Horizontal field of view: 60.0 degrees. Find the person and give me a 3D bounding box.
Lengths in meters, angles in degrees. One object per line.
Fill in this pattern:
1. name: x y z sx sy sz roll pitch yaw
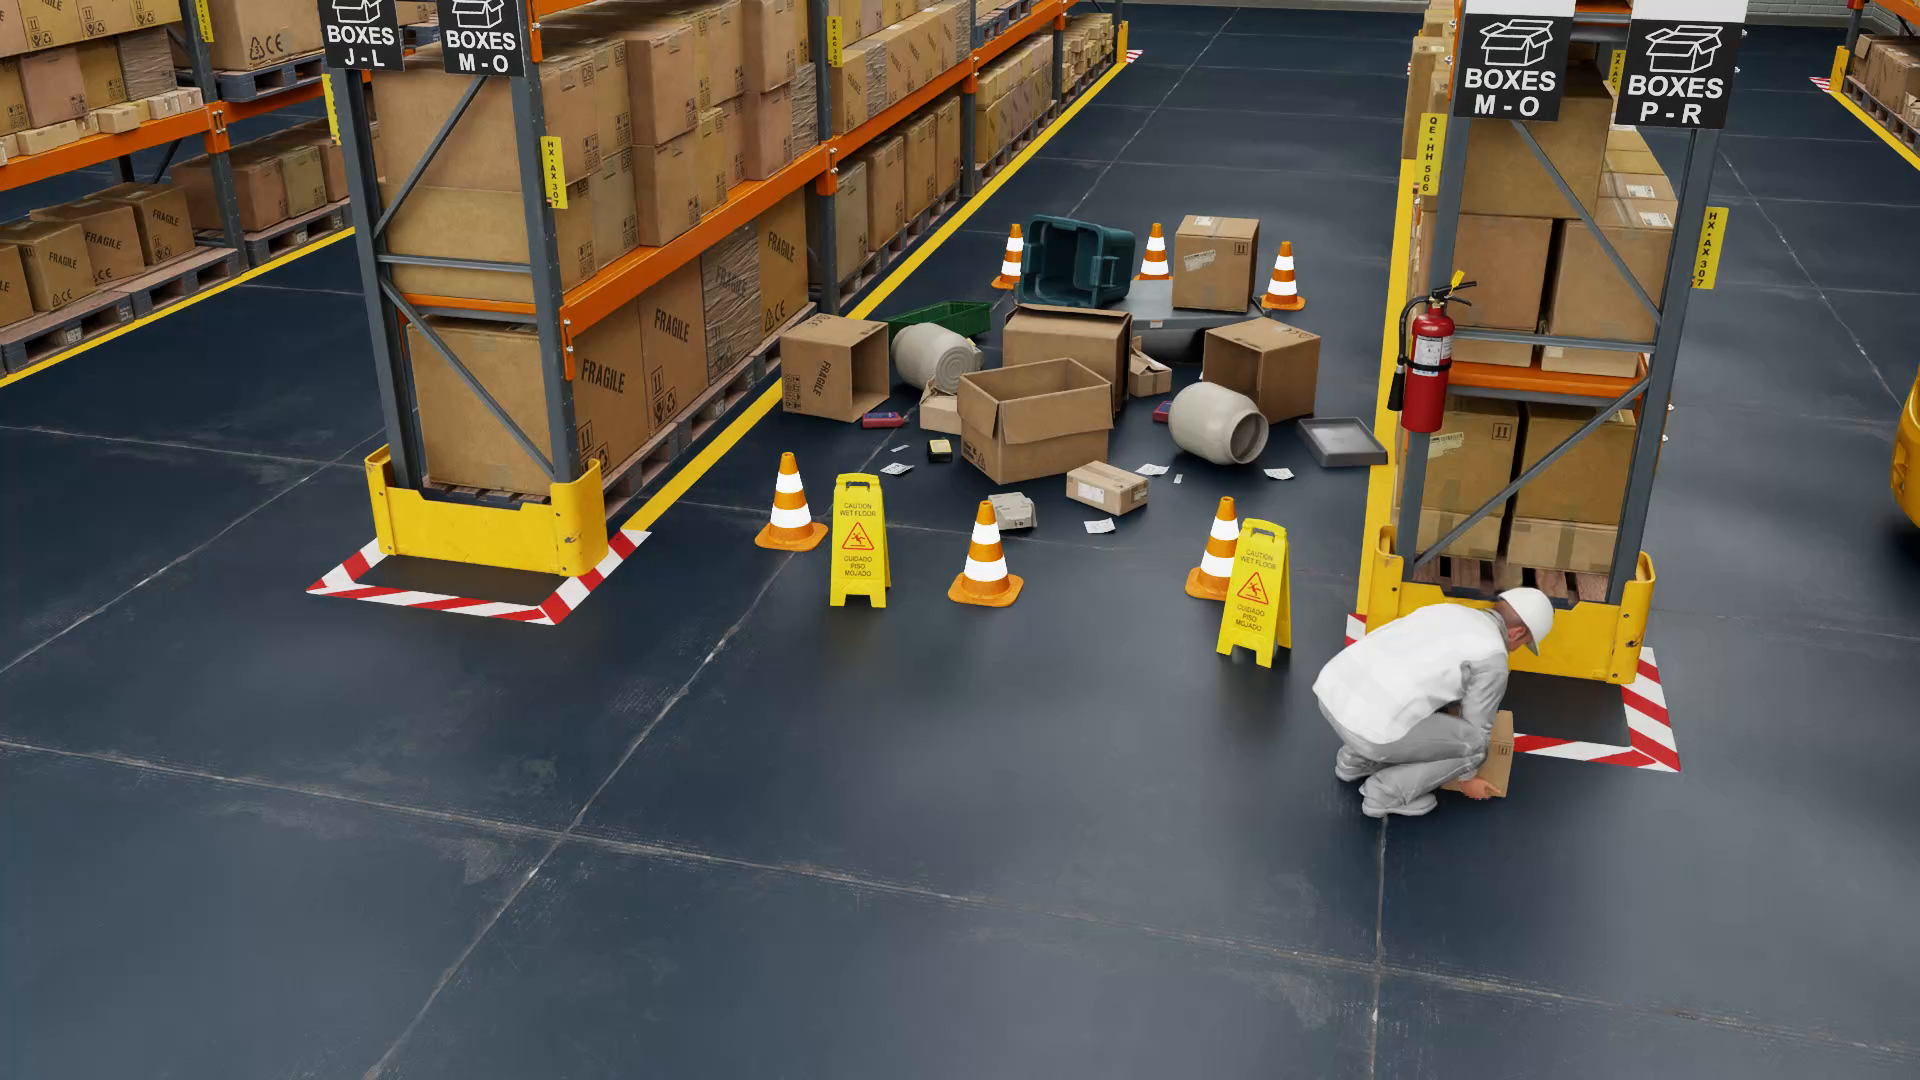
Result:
1. person: 1.844 0.642 6.454 0.951 0.866 0.527 -6 26 -12
